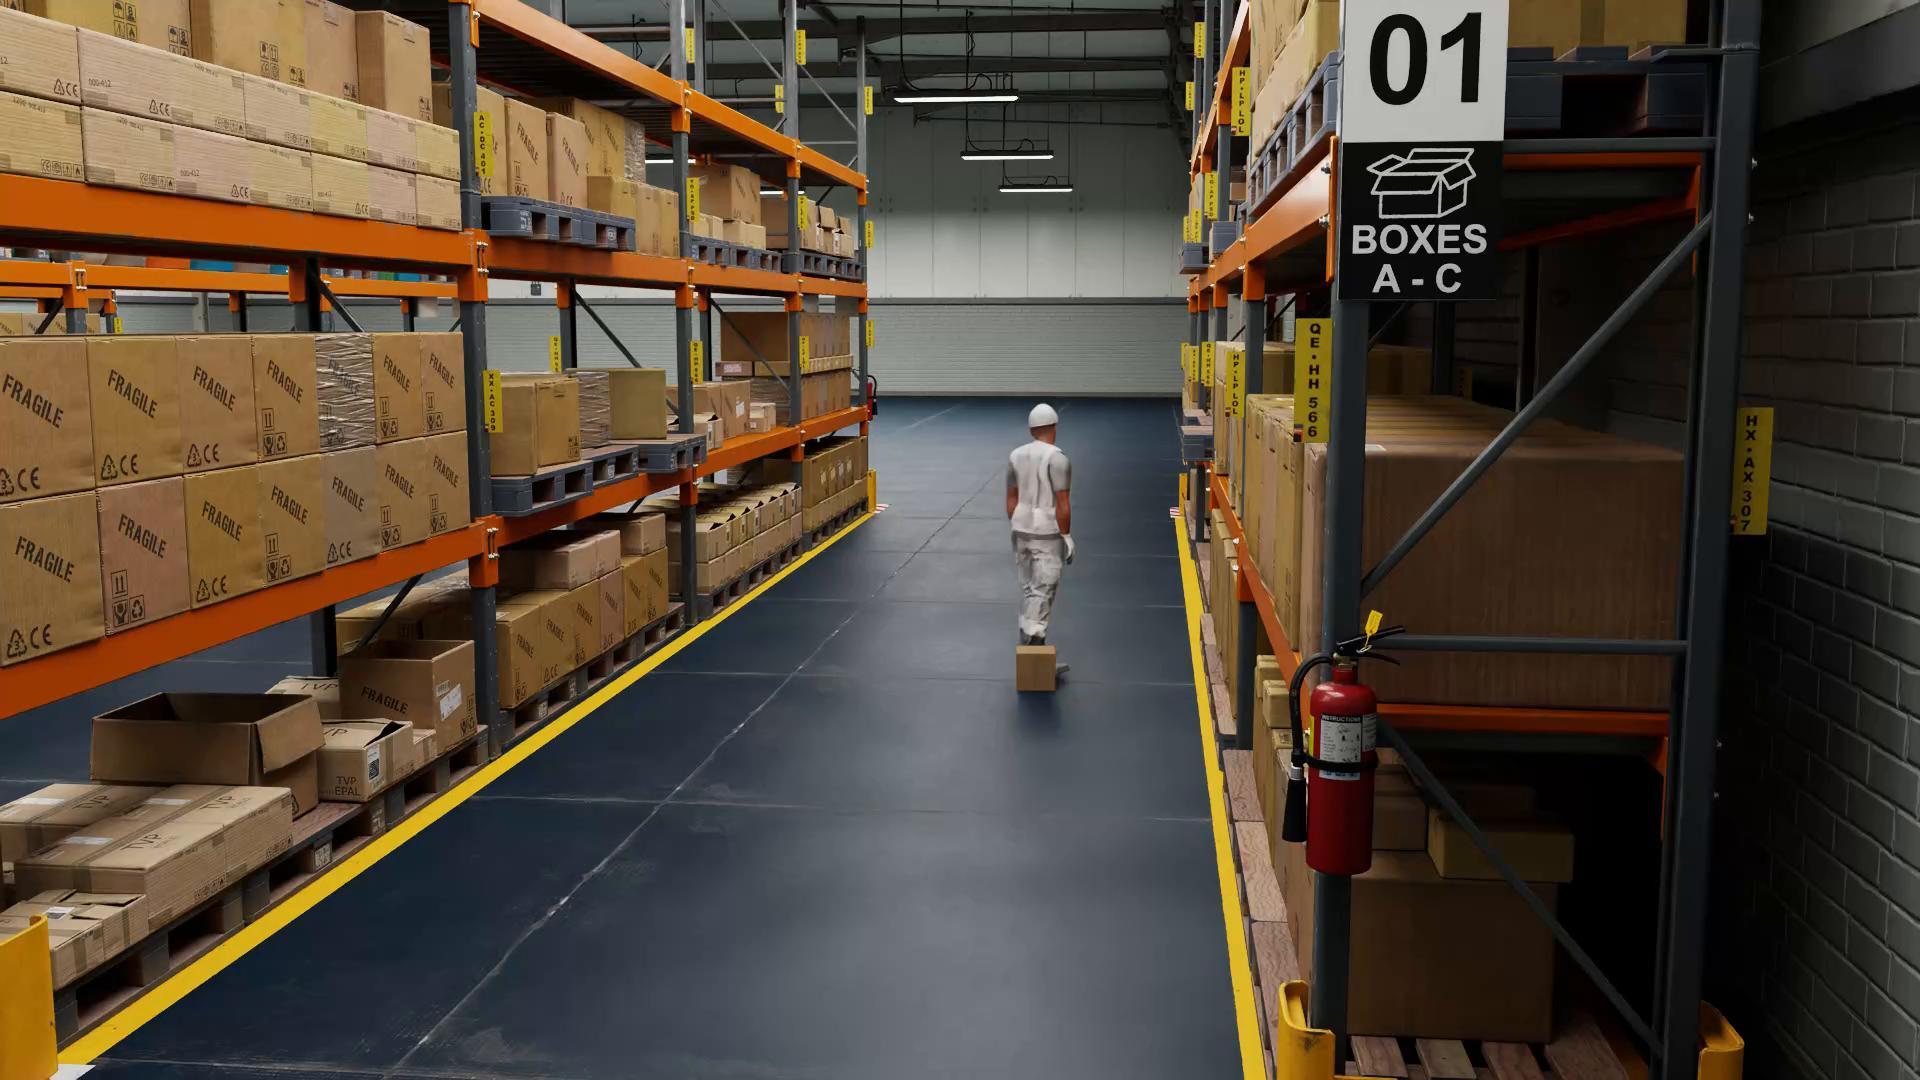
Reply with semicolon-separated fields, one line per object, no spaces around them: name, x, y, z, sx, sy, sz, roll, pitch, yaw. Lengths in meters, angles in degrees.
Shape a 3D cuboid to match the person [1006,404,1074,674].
person;0.547;-0.018;11.172;0.476;1.791;0.573;-6;9;-37
